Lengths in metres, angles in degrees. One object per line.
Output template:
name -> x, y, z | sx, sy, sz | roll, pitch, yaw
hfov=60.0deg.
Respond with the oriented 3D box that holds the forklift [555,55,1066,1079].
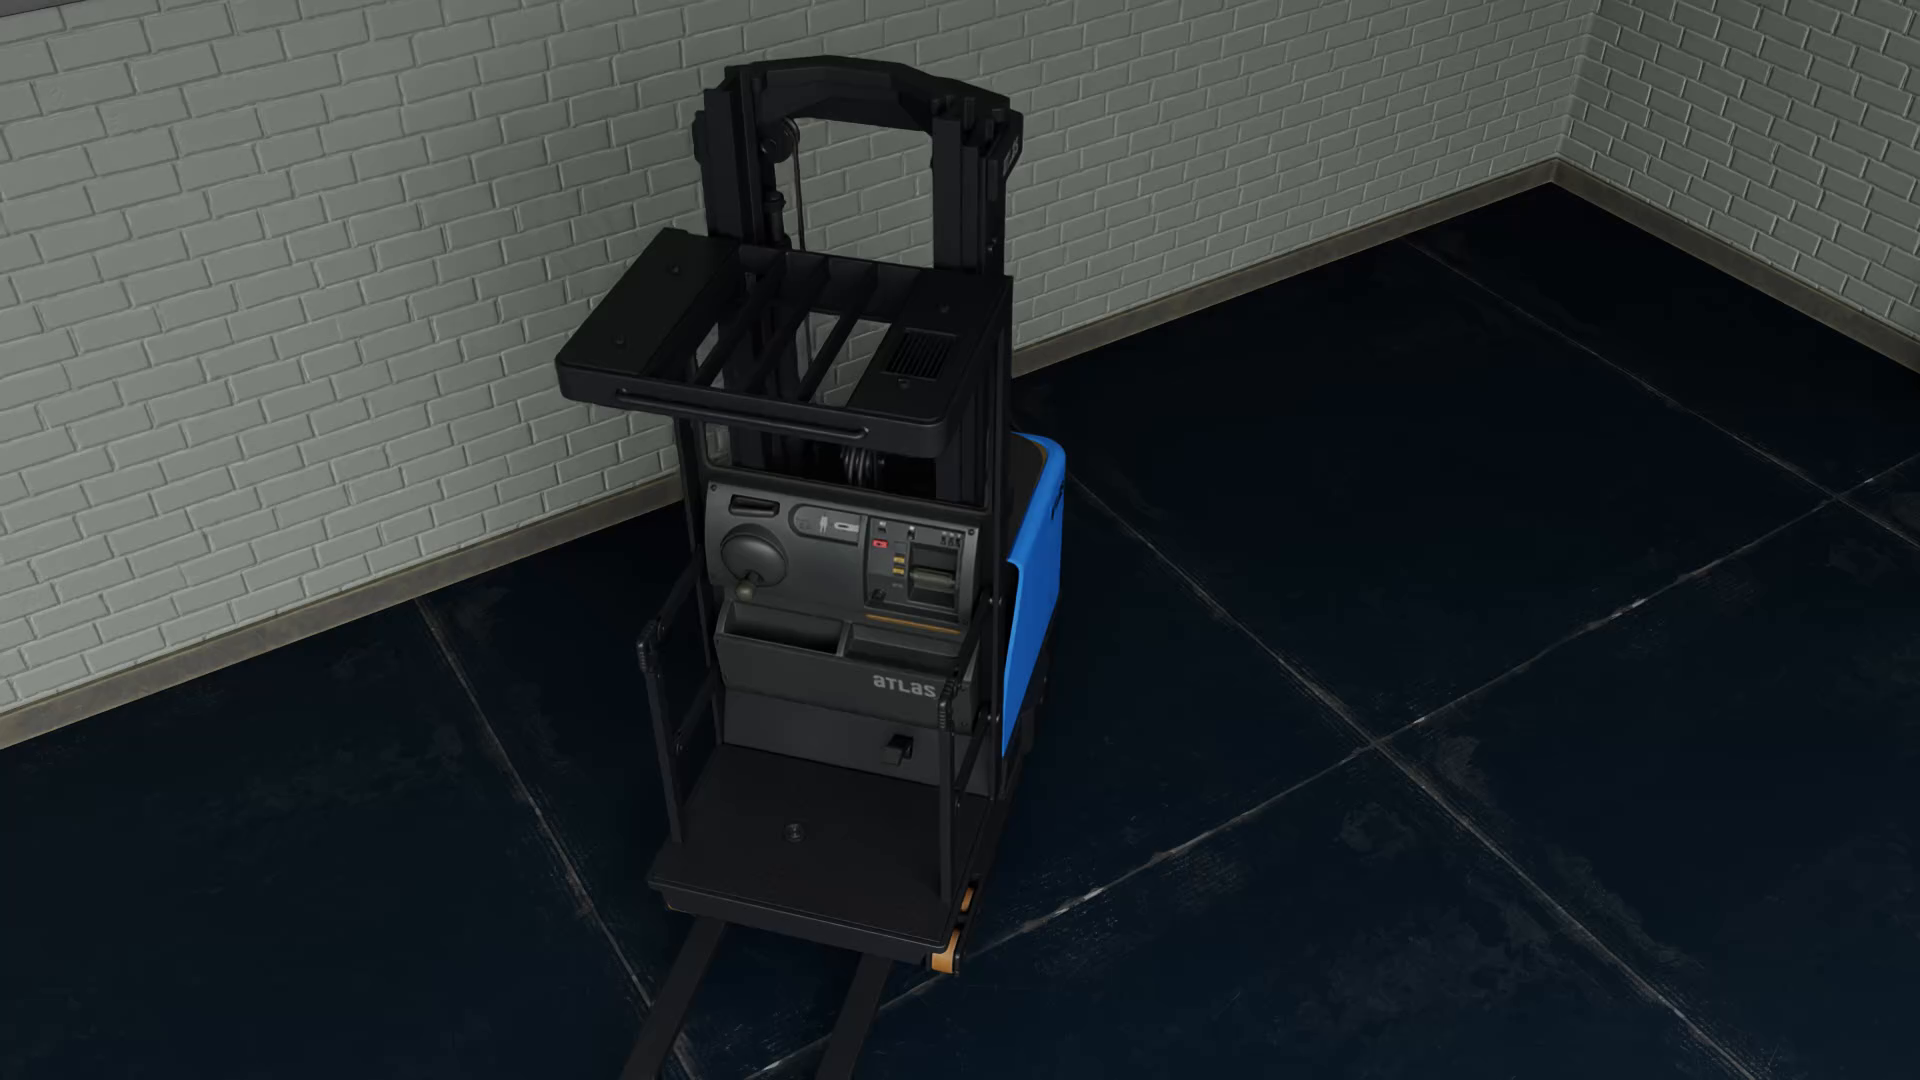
forklift -> -0.449, 0.129, 5.306 | 1.130, 2.935, 3.031 | 10, 41, 12
